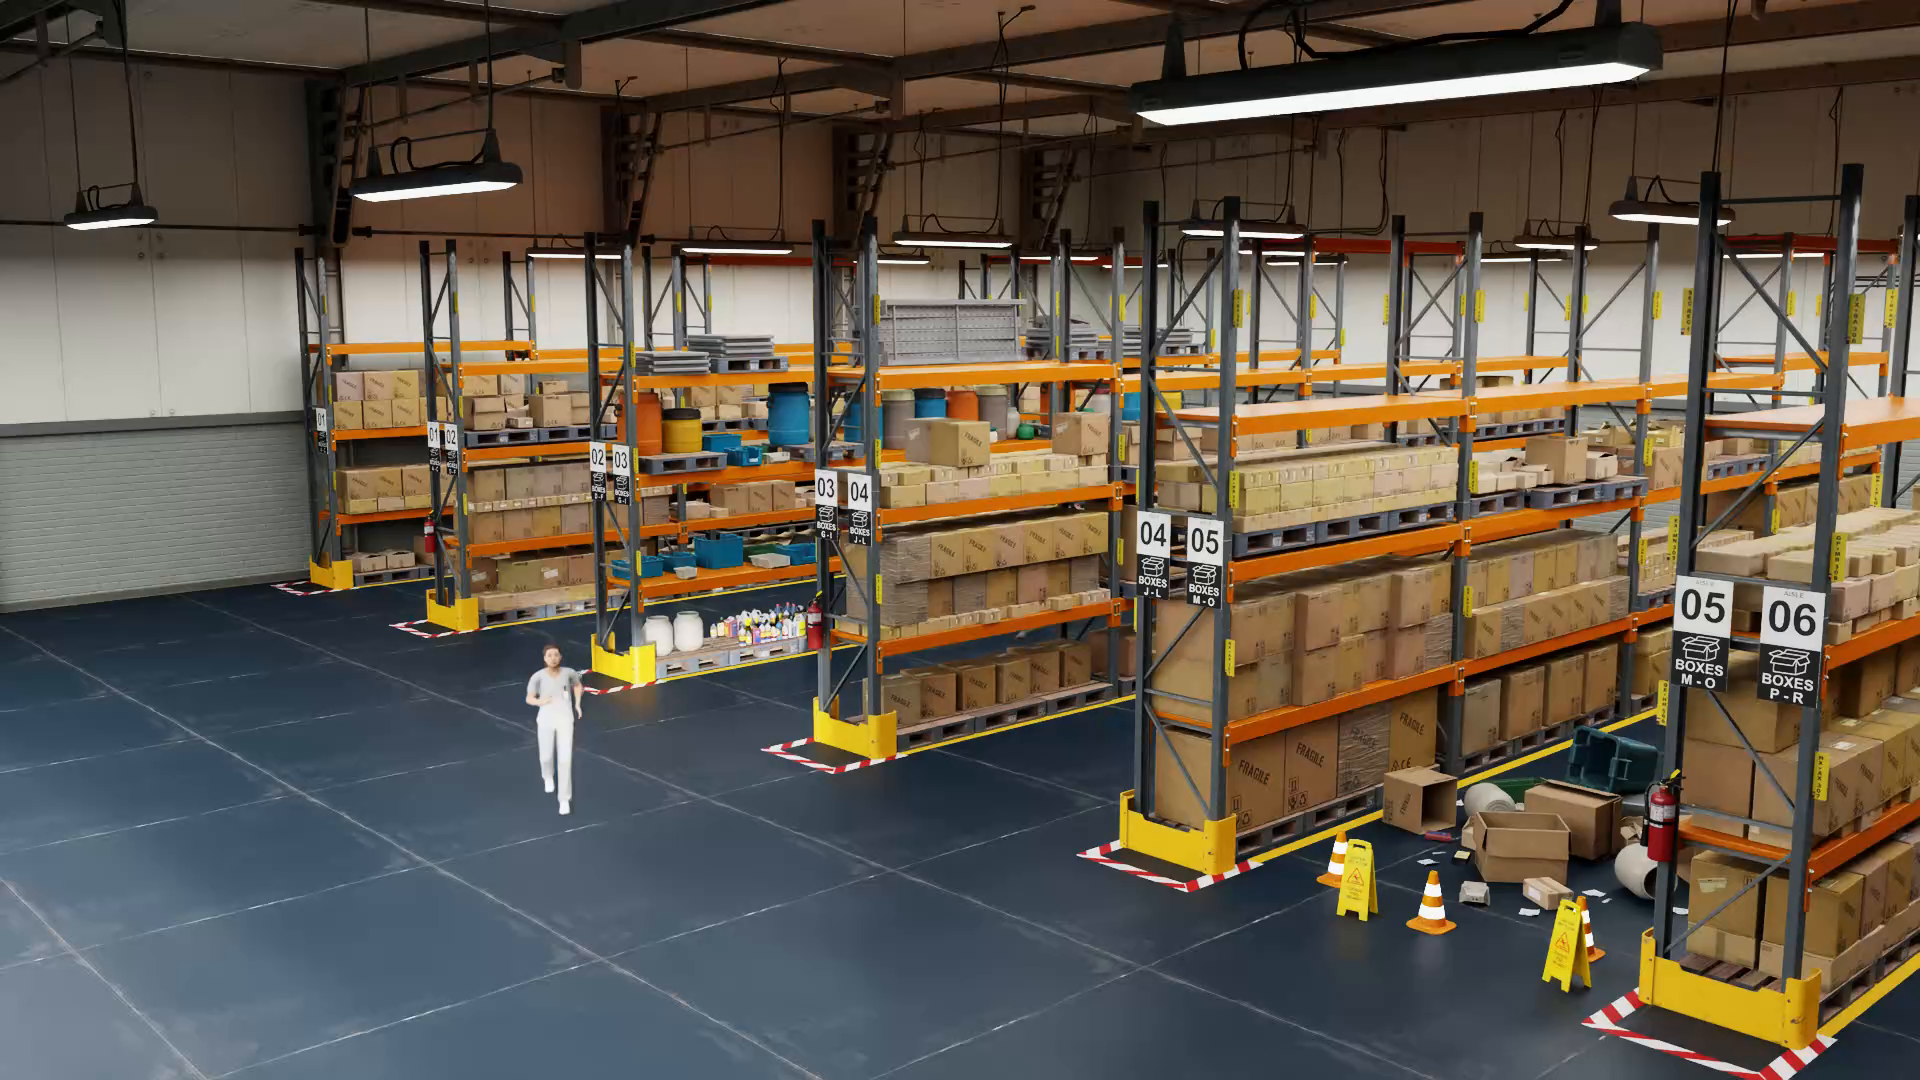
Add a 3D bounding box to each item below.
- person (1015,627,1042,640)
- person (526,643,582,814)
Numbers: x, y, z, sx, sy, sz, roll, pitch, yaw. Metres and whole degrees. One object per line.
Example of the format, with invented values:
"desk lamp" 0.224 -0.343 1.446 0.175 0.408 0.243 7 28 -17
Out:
"person" 1.046 0.492 23.933 0.686 1.809 0.786 7 11 39
"person" -4.098 1.859 16.857 0.565 1.652 0.970 -2 9 -16
